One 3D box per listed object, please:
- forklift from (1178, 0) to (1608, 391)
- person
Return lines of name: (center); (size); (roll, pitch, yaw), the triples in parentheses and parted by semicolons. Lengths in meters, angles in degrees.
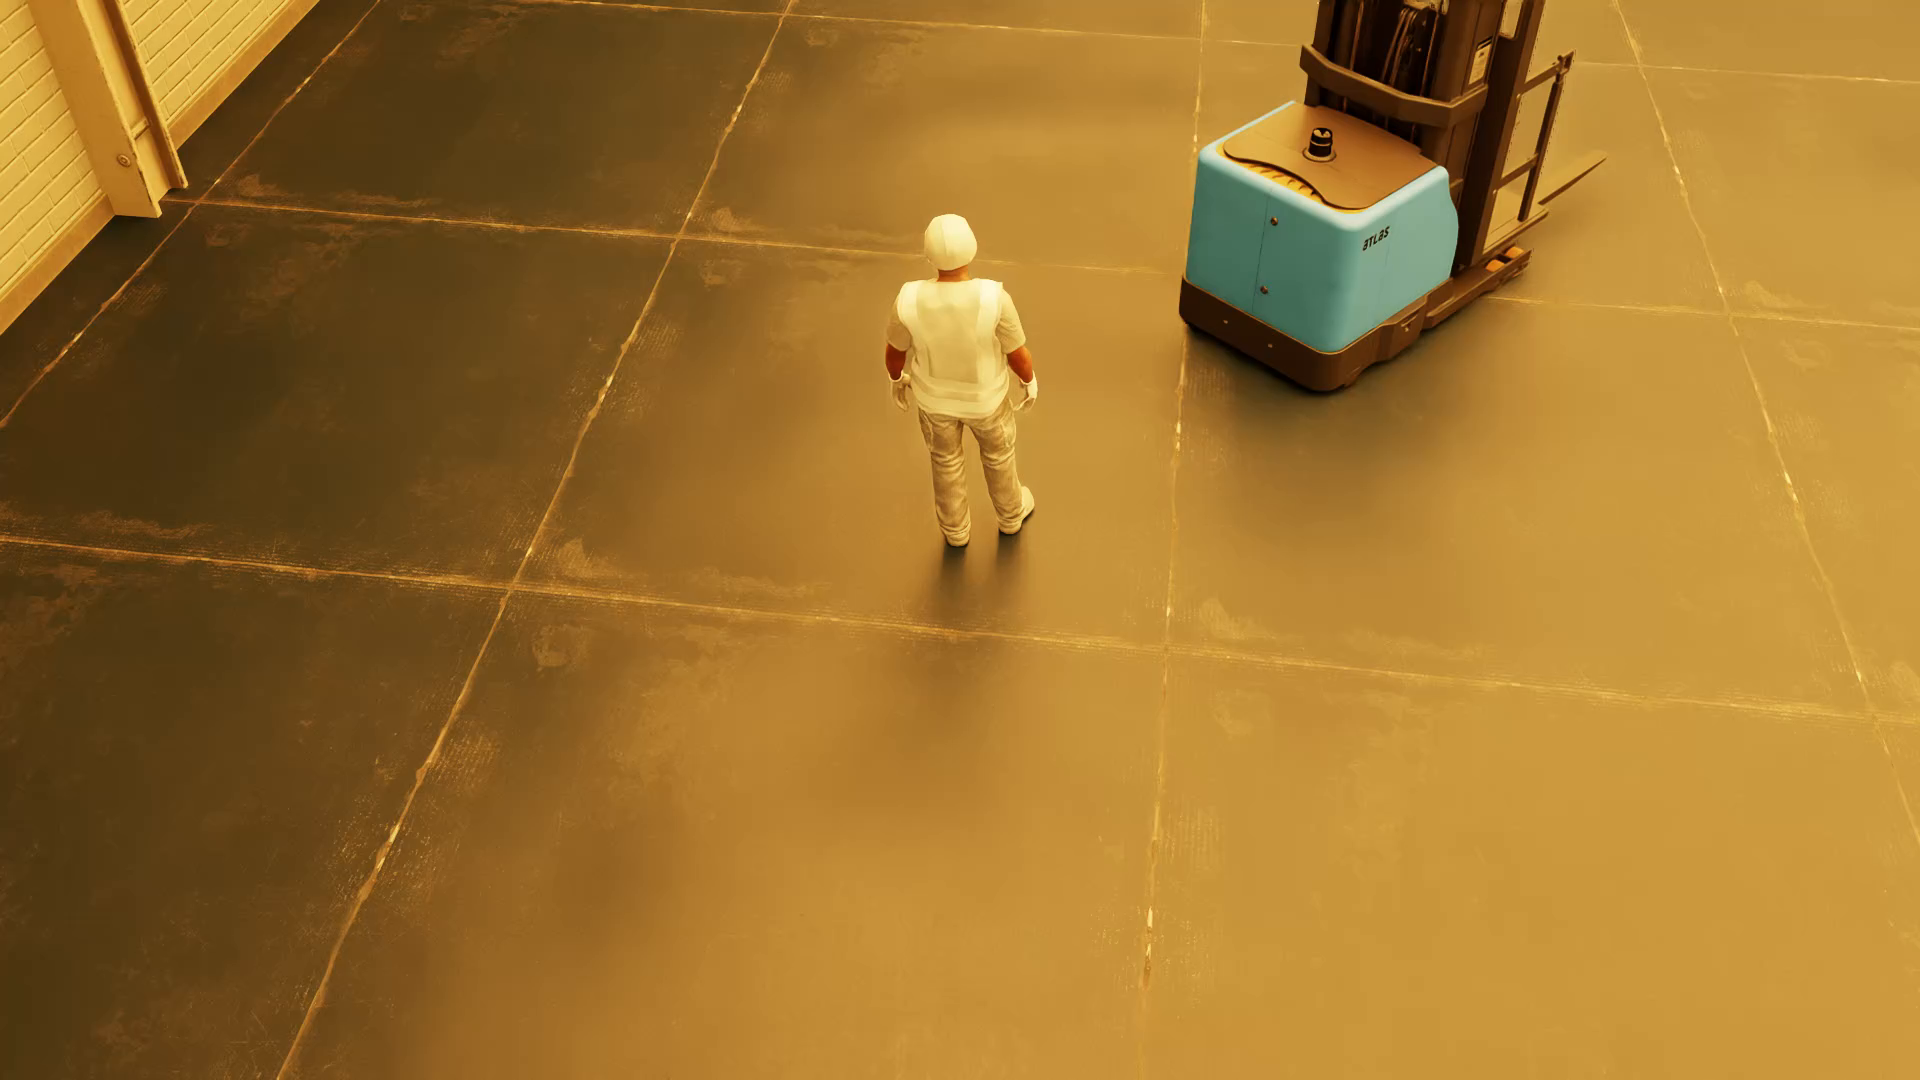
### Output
forklift: (2.618, -2.728, 8.694); (3.031, 2.935, 1.130); (-33, 52, -30)
person: (0.018, -0.709, 7.334); (0.656, 1.781, 0.577); (5, 43, 6)
